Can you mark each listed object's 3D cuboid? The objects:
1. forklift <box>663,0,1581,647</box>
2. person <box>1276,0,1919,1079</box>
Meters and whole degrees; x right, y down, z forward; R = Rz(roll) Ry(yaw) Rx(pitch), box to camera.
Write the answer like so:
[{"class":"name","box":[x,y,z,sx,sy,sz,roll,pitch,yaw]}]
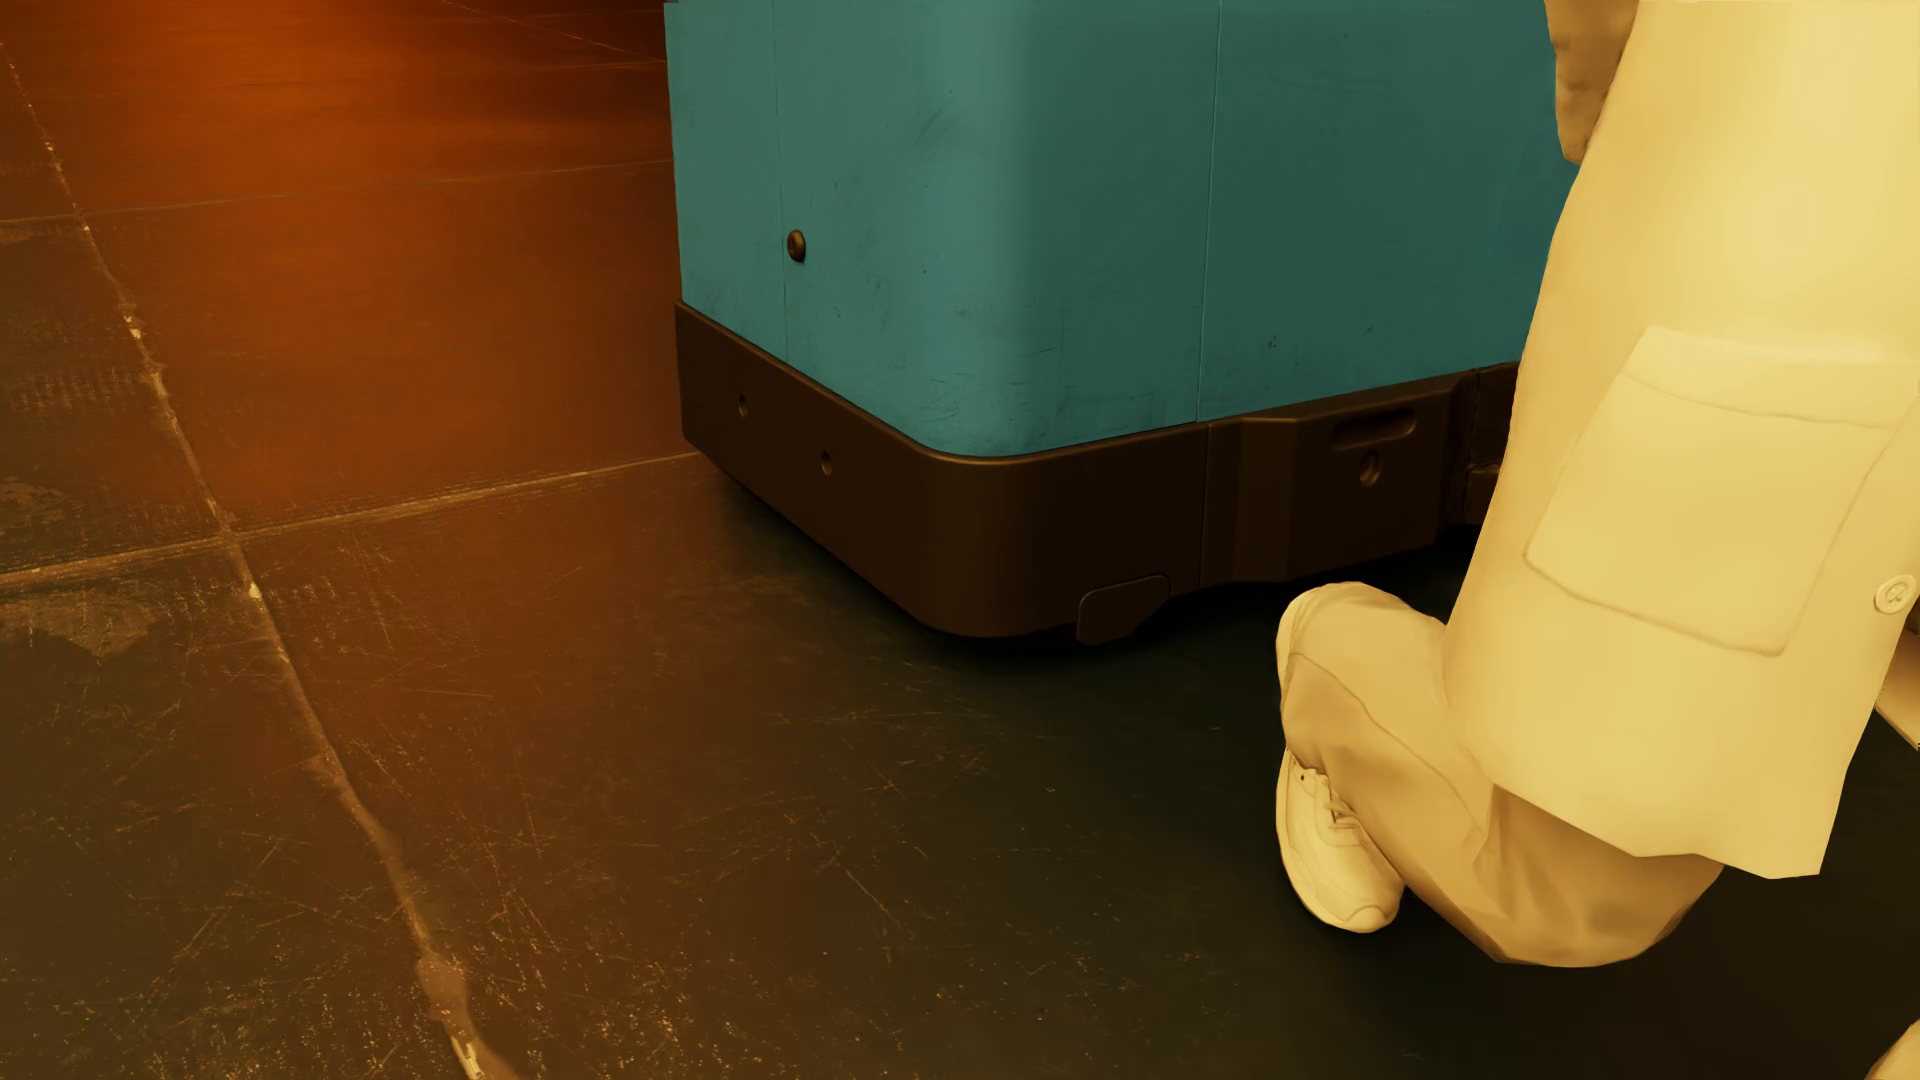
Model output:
[{"class":"forklift","box":[1.054,-1.605,2.685,3.031,2.935,1.130,-12,25,-27]},{"class":"person","box":[0.661,-0.204,1.250,0.780,1.544,1.009,-18,28,-37]}]
